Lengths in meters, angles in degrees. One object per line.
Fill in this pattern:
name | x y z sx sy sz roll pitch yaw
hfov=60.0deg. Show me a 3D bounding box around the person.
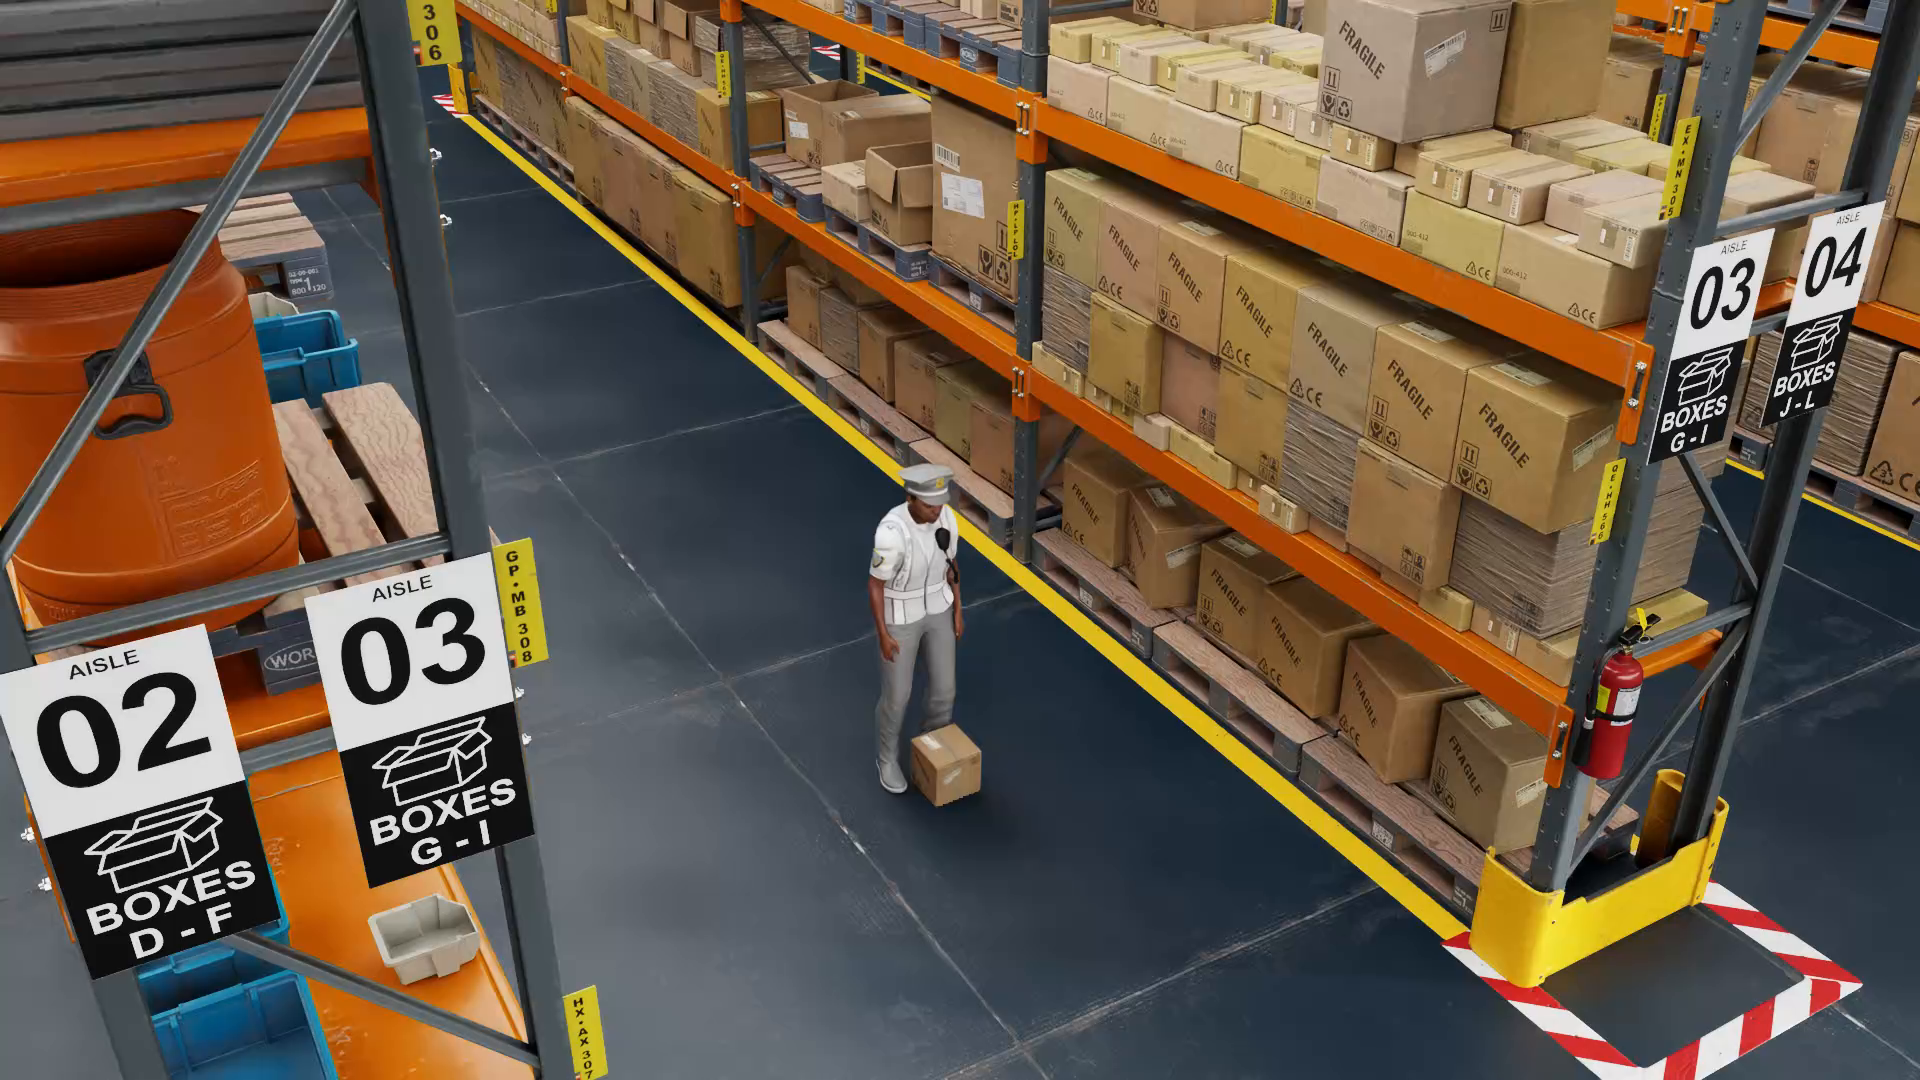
person | -0.195 0.393 7.855 0.514 1.656 0.426 -17 34 -28
